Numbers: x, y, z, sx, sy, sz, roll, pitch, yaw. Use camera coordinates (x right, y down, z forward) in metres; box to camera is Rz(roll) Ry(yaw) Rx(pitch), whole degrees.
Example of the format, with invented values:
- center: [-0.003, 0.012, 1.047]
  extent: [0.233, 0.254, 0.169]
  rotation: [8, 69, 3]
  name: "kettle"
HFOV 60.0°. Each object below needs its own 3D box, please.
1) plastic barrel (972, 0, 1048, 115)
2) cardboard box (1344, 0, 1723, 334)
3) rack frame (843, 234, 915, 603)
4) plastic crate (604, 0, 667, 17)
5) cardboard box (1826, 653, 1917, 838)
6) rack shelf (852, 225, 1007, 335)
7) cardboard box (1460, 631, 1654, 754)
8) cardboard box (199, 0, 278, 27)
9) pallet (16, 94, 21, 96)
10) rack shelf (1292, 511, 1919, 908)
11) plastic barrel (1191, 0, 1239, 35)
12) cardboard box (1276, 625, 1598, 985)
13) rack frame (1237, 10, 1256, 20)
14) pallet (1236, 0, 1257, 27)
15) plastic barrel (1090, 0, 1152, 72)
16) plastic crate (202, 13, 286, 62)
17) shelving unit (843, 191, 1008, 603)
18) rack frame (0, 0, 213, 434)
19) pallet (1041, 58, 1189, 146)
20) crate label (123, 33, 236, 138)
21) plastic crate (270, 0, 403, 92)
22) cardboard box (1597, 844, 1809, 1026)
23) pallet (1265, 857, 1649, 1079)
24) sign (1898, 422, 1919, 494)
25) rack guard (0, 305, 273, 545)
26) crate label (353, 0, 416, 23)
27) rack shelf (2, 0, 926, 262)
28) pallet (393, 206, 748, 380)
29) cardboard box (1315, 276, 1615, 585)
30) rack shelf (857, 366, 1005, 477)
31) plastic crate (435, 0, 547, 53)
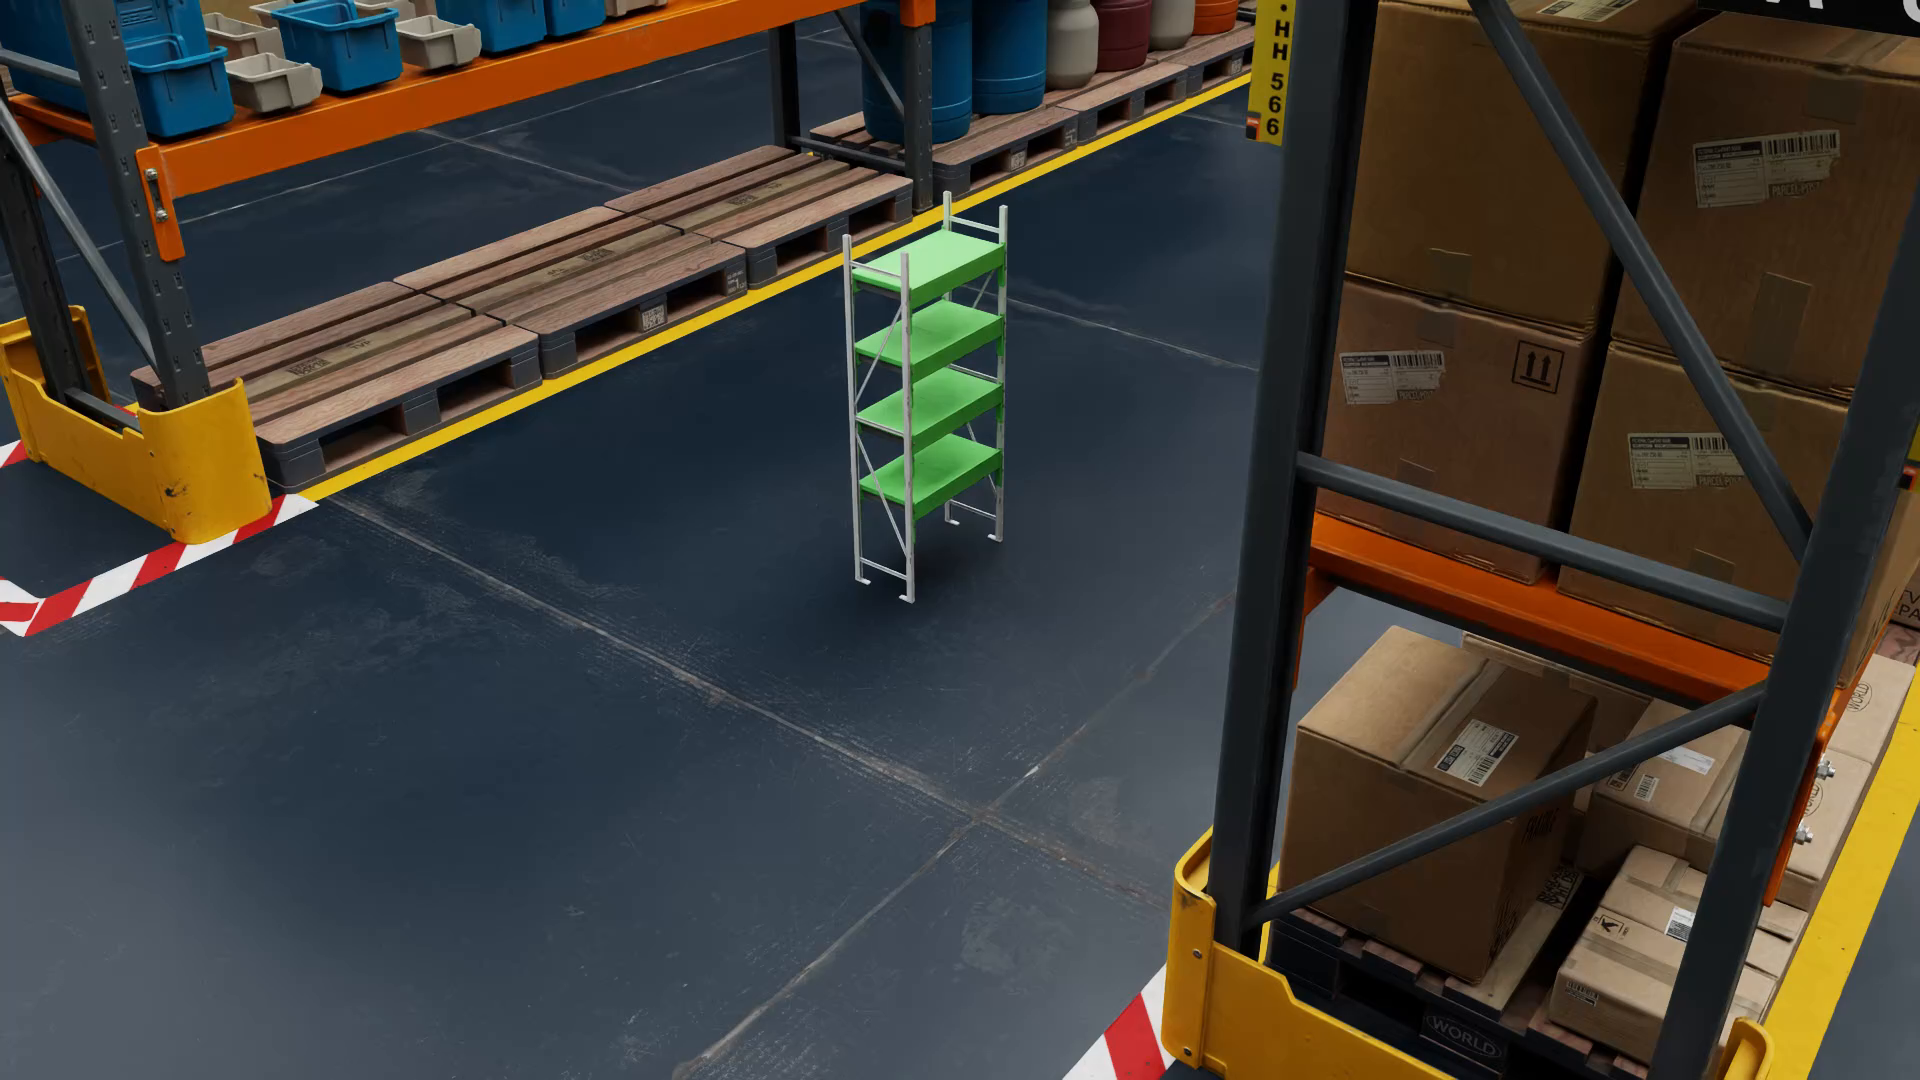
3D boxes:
- center: [0.195, -2.930, 9.399]
  extent: [0.600, 0.901, 0.708]
  rotation: [21, 37, 31]
  name: "plastic barrel"
- center: [1.007, -0.735, 2.970]
  extent: [0.500, 0.500, 0.500]
  rotation: [21, 36, 31]
  name: "cardboard box"
- center: [-0.247, -0.350, 5.163]
  extent: [0.240, 1.200, 0.015]
  rotation: [21, 37, 31]
  name: "rack frame"
- center: [-1.386, -2.261, 6.822]
  extent: [0.293, 0.136, 0.466]
  rotation: [21, 37, 31]
  name: "plastic crate"
- center: [2.116, 0.457, 4.303]
  extent: [0.500, 0.250, 0.500]
  rotation: [21, 37, 31]
  name: "cardboard box"
- center: [-0.100, -0.807, 5.118]
  extent: [0.258, 0.148, 0.480]
  rotation: [21, 37, 31]
  name: "rack shelf"
- center: [1.687, 0.323, 4.528]
  extent: [0.500, 0.250, 0.500]
  rotation: [21, 37, 31]
  name: "cardboard box"
- center: [-4.985, -3.696, 10.716]
  extent: [0.875, 0.875, 0.875]
  rotation: [21, 37, 31]
  name: "cardboard box"
- center: [-5.780, -2.690, 10.082]
  extent: [1.003, 0.211, 1.213]
  rotation: [21, 37, 31]
  name: "pallet"
- center: [2.165, -0.500, 4.358]
  extent: [1.077, 0.370, 4.000]
  rotation: [21, 37, 31]
  name: "rack shelf"
- center: [1.559, -3.817, 10.966]
  extent: [0.600, 0.830, 0.708]
  rotation: [21, 37, 31]
  name: "plastic barrel"
- center: [1.090, 0.592, 3.828]
  extent: [0.500, 0.500, 0.500]
  rotation: [21, 37, 31]
  name: "cardboard box"
- center: [1.840, -4.774, 10.864]
  extent: [1.000, 3.000, 0.127]
  rotation: [21, 37, 31]
  name: "rack frame"
- center: [2.339, -3.878, 12.086]
  extent: [1.003, 0.211, 1.213]
  rotation: [21, 37, 31]
  name: "pallet"
- center: [0.877, -3.255, 10.253]
  extent: [0.600, 0.588, 0.708]
  rotation: [21, 37, 31]
  name: "plastic barrel"
- center: [-2.641, -1.822, 6.082]
  extent: [0.396, 0.136, 0.243]
  rotation: [21, 37, 31]
  name: "plastic crate"
- center: [-0.100, -0.449, 5.331]
  extent: [0.258, 1.200, 0.503]
  rotation: [21, 37, 31]
  name: "shelving unit"
- center: [-2.989, -1.523, 5.377]
  extent: [1.000, 3.000, 0.127]
  rotation: [21, 37, 31]
  name: "rack frame"
- center: [0.661, -2.748, 10.180]
  extent: [1.003, 0.211, 1.213]
  rotation: [21, 37, 31]
  name: "pallet"
- center: [-2.577, -1.476, 5.403]
  extent: [0.416, 0.233, 0.303]
  rotation: [21, 37, 31]
  name: "crate label"
- center: [-2.180, -1.743, 5.855]
  extent: [0.416, 0.233, 0.300]
  rotation: [21, 37, 31]
  name: "plastic crate"
- center: [1.636, 0.867, 3.693]
  extent: [0.380, 0.166, 0.250]
  rotation: [21, 37, 31]
  name: "cardboard box"
- center: [1.484, 0.848, 4.113]
  extent: [1.003, 0.211, 1.213]
  rotation: [21, 37, 31]
  name: "pallet"
- center: [1.391, -0.202, 2.300]
  extent: [0.100, 0.325, 0.005]
  rotation: [21, 37, 31]
  name: "sign"
- center: [-2.993, -0.434, 5.991]
  extent: [1.175, 0.500, 0.348]
  rotation: [21, 37, 31]
  name: "rack guard"
- center: [-2.306, -2.056, 6.477]
  extent: [0.396, 0.136, 0.243]
  rotation: [21, 37, 31]
  name: "crate label"
- center: [-1.782, -2.026, 6.932]
  extent: [1.077, 0.370, 4.000]
  rotation: [21, 37, 31]
  name: "rack shelf"
- center: [-1.723, -1.140, 7.467]
  extent: [1.003, 0.211, 1.213]
  rotation: [21, 37, 31]
  name: "pallet"
- center: [1.011, -0.306, 3.225]
  extent: [0.500, 0.500, 0.500]
  rotation: [22, 37, 33]
  name: "cardboard box"
- center: [-0.100, -0.394, 5.363]
  extent: [0.258, 0.148, 0.480]
  rotation: [21, 37, 31]
  name: "rack shelf"
- center: [-1.783, -2.011, 6.306]
  extent: [0.416, 0.233, 0.300]
  rotation: [21, 37, 31]
  name: "plastic crate"
